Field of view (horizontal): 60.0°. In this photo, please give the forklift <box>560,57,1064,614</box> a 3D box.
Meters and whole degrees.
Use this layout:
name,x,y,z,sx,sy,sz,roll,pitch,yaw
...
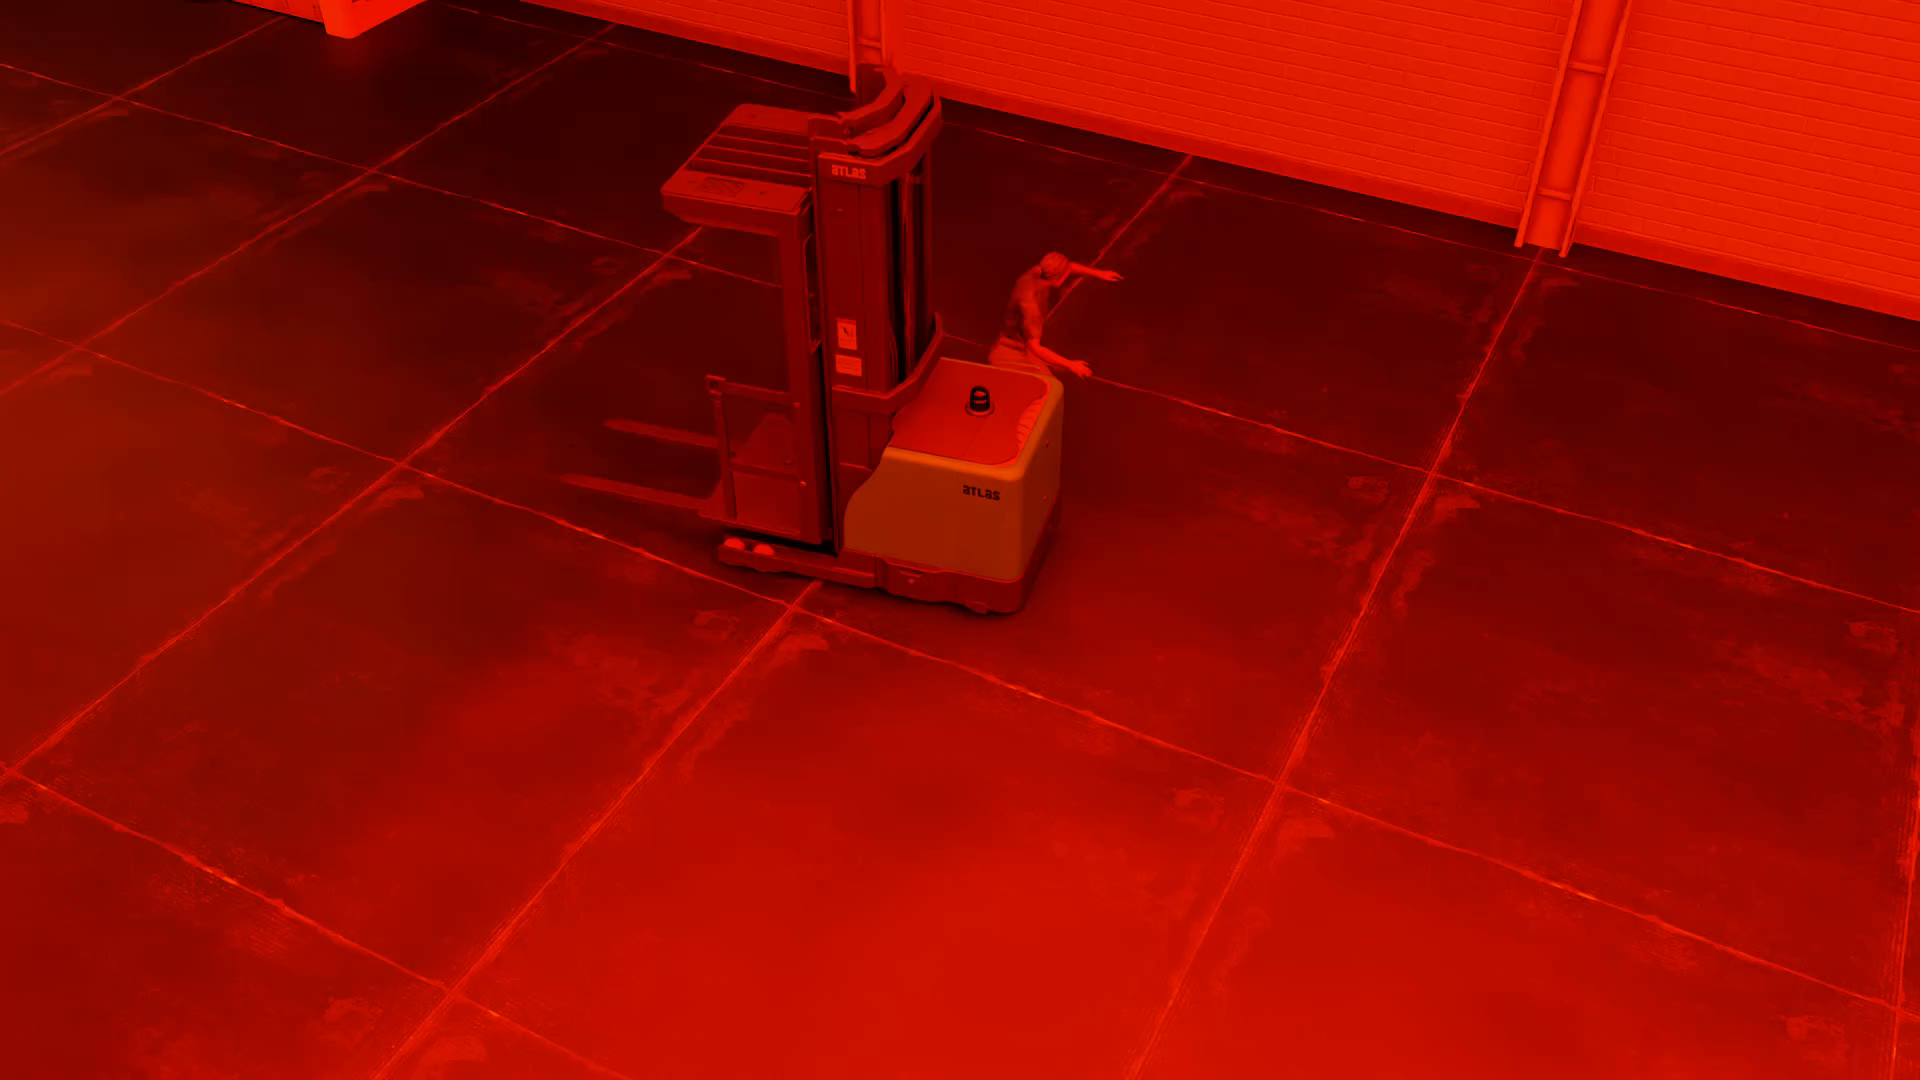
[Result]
name,x,y,z,sx,sy,sz,roll,pitch,yaw
forklift,-0.953,-1.240,9.459,3.031,2.935,1.130,11,41,13

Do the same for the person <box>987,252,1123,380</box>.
name,x,y,z,sx,sy,sz,roll,pitch,yaw
person,0.564,-1.118,10.527,0.797,1.414,1.342,6,40,7
